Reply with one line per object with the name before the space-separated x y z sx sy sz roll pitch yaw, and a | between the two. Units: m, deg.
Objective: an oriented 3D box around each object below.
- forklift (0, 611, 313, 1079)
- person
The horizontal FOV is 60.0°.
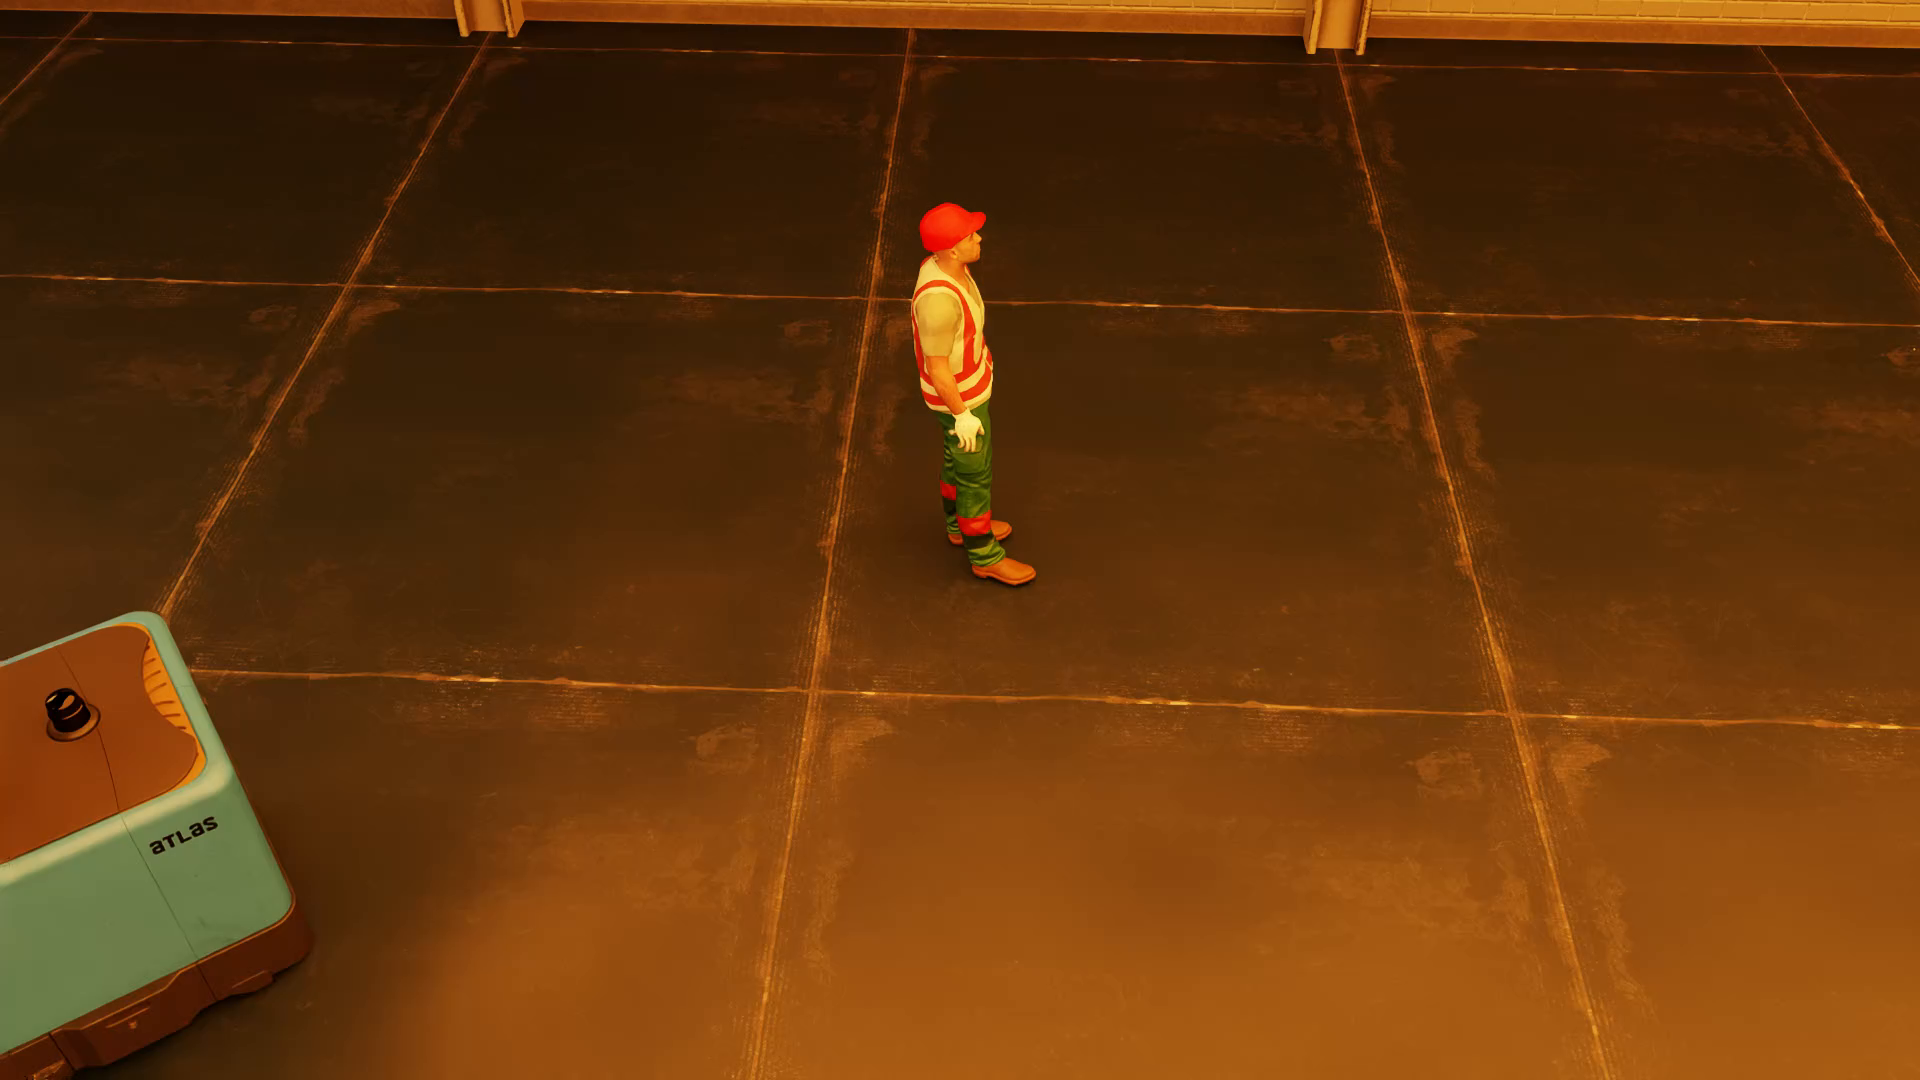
forklift | -3.908 0.774 4.894 3.031 2.935 1.130 -25 48 -25
person | 0.080 -0.656 7.296 0.562 1.790 0.637 2 42 2
